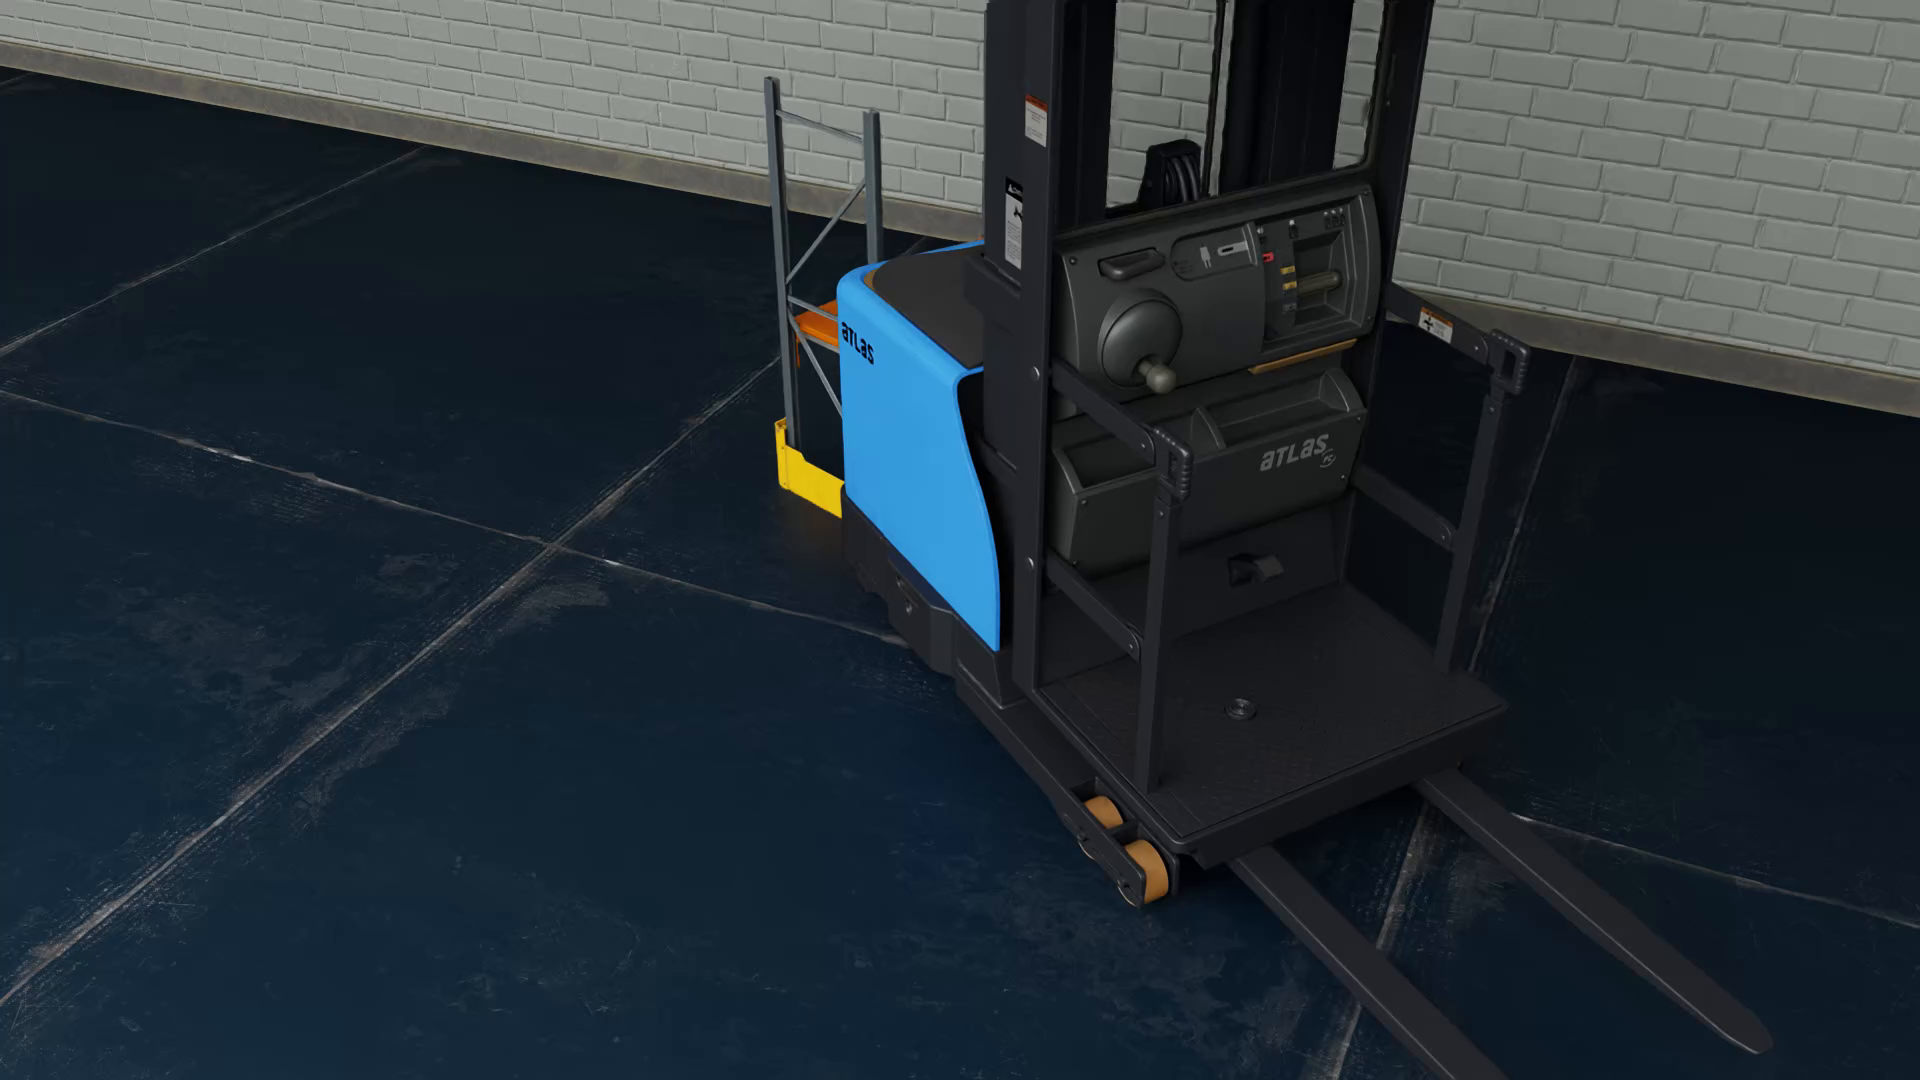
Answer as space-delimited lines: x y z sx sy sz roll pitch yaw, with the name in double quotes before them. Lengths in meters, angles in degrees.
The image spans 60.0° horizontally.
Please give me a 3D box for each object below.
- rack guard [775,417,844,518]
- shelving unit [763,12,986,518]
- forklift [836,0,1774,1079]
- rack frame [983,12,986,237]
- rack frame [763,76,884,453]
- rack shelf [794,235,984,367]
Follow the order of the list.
"rack guard" -0.428 -0.216 5.851 0.587 0.250 0.087 28 42 35
"shelving unit" -0.083 -0.935 5.809 0.587 1.500 1.083 28 42 35
"forklift" 0.765 -0.568 3.943 1.130 2.935 3.031 -17 37 -24
"rack frame" 0.276 -1.140 6.120 0.500 1.500 0.032 28 42 35
"rack frame" -0.429 -0.738 5.508 0.500 1.500 0.032 28 42 35
"rack shelf" -0.076 -0.788 5.913 0.538 0.185 1.000 28 42 35
